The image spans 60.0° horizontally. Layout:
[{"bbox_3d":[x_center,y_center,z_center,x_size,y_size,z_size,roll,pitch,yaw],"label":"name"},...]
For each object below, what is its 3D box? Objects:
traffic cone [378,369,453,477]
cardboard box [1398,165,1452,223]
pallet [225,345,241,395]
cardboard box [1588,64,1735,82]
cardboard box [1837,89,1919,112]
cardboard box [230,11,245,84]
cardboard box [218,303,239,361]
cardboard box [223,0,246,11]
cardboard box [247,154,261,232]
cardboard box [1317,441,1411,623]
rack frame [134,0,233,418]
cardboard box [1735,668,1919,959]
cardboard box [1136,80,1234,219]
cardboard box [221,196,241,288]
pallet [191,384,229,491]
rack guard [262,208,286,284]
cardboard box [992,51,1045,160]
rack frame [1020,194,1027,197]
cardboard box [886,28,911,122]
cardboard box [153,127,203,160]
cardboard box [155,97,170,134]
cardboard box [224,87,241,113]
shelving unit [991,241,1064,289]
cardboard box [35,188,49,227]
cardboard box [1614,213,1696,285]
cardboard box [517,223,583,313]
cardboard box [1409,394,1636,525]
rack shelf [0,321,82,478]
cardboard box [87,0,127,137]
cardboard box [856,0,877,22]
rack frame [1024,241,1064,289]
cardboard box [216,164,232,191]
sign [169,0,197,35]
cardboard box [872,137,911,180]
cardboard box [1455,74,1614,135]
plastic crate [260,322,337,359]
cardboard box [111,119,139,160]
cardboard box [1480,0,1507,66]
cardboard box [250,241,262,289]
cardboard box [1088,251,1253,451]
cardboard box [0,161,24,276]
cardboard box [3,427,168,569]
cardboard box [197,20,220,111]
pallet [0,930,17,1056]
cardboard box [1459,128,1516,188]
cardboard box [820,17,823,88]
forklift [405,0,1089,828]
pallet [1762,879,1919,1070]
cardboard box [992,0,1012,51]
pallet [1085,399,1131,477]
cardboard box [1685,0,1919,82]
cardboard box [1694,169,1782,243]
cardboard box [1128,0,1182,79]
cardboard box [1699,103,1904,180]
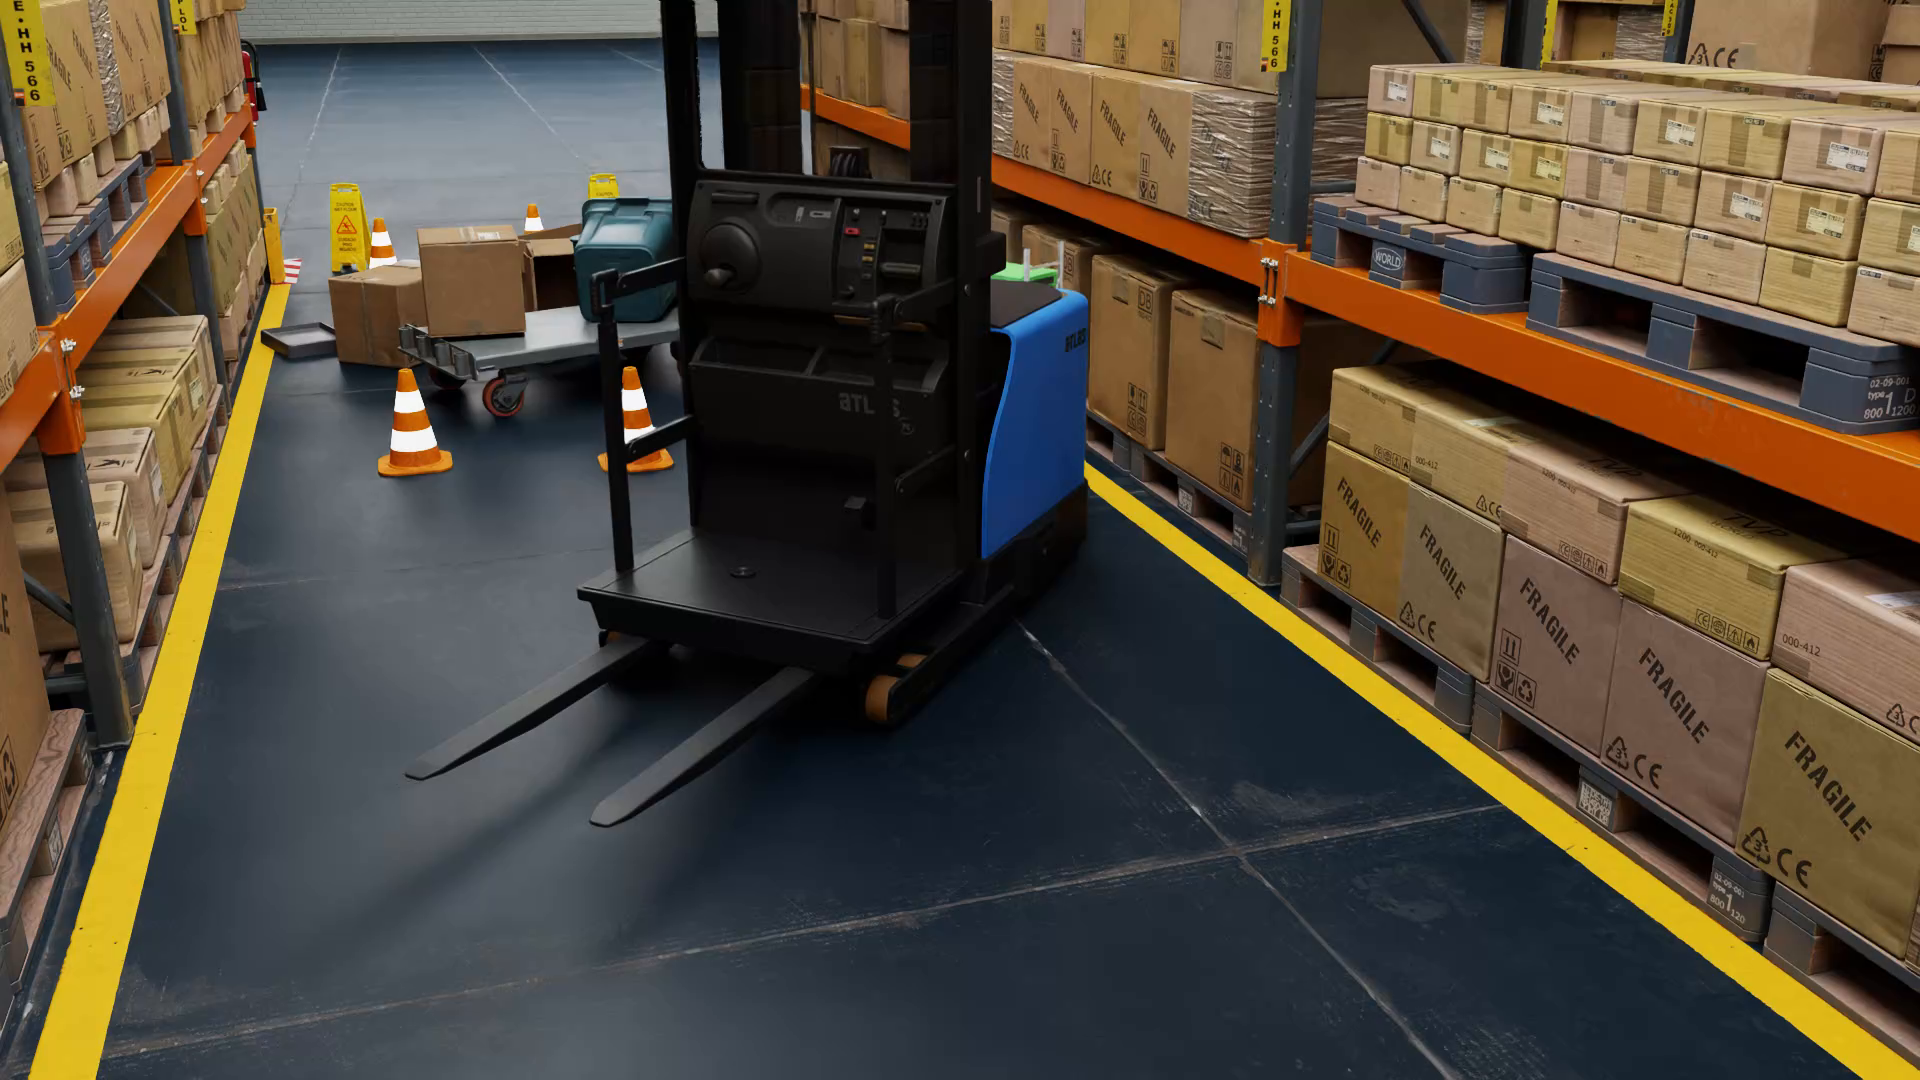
[{"bbox_3d":[-2.592,-0.576,7.837,0.336,0.463,0.334,-6,21,-17],"label":"traffic cone"},{"bbox_3d":[1.647,-1.123,5.355,0.380,0.149,0.250,-5,20,-15],"label":"cardboard box"},{"bbox_3d":[-4.555,-0.919,9.163,1.003,0.211,1.213,-6,21,-17],"label":"pallet"},{"bbox_3d":[2.280,-1.464,5.426,0.380,0.149,0.250,-7,21,-18],"label":"cardboard box"},{"bbox_3d":[2.608,-1.130,4.495,0.380,0.149,0.250,-5,20,-15],"label":"cardboard box"},{"bbox_3d":[-5.136,-3.345,11.205,0.500,0.500,0.500,-7,21,-18],"label":"cardboard box"},{"bbox_3d":[-4.240,-1.141,9.102,0.500,0.250,0.500,-7,21,-20],"label":"cardboard box"},{"bbox_3d":[-4.790,-3.504,10.168,0.700,0.500,0.500,-7,21,-18],"label":"cardboard box"},{"bbox_3d":[-5.068,-2.330,11.304,0.500,0.500,0.500,-6,21,-17],"label":"cardboard box"},{"bbox_3d":[1.594,-0.061,5.727,0.500,0.500,0.500,-7,21,-20],"label":"cardboard box"},{"bbox_3d":[-4.310,-2.020,8.102,1.000,3.000,0.127,-6,21,-17],"label":"rack frame"},{"bbox_3d":[2.239,0.593,3.905,0.500,0.500,0.500,-7,21,-18],"label":"cardboard box"},{"bbox_3d":[1.062,-1.618,6.835,0.500,0.500,0.500,-6,21,-17],"label":"cardboard box"},{"bbox_3d":[-4.419,-1.665,9.451,0.500,0.500,0.500,-6,20,-15],"label":"cardboard box"},{"bbox_3d":[-4.064,-0.457,7.878,1.003,0.211,1.213,-6,21,-17],"label":"pallet"},{"bbox_3d":[-5.544,-2.102,12.030,1.175,0.500,0.348,-6,21,-17],"label":"rack guard"},{"bbox_3d":[0.426,-2.266,8.639,0.500,0.500,0.500,-6,21,-17],"label":"cardboard box"},{"bbox_3d":[0.357,-2.578,9.656,1.000,3.000,0.127,-6,21,-17],"label":"rack frame"},{"bbox_3d":[0.035,-2.940,10.442,0.875,0.550,0.550,-6,21,-17],"label":"cardboard box"},{"bbox_3d":[-4.105,-2.036,8.520,0.380,0.149,0.250,-6,21,-17],"label":"cardboard box"},{"bbox_3d":[-3.887,-1.963,7.695,0.380,0.149,0.250,-6,21,-16],"label":"cardboard box"},{"bbox_3d":[-4.892,-2.854,10.797,0.380,0.149,0.250,-6,21,-16],"label":"cardboard box"},{"bbox_3d":[0.152,-0.669,7.005,0.503,1.200,0.258,16,25,38],"label":"shelving unit"},{"bbox_3d":[-3.036,-1.034,5.107,0.380,0.149,0.250,-8,21,-21],"label":"cardboard box"},{"bbox_3d":[1.982,-0.783,4.410,0.380,0.149,0.250,-6,21,-16],"label":"cardboard box"},{"bbox_3d":[-2.612,-1.834,11.277,0.637,0.503,0.797,12,23,30],"label":"cardboard box"},{"bbox_3d":[1.761,-0.259,5.167,0.500,0.250,0.500,-7,21,-18],"label":"cardboard box"},{"bbox_3d":[-2.425,0.244,2.863,1.077,0.370,4.000,-6,21,-17],"label":"rack shelf"},{"bbox_3d":[-3.468,-1.787,6.245,0.500,0.500,0.500,-7,21,-19],"label":"cardboard box"},{"bbox_3d":[-0.223,-3.800,11.239,0.875,0.550,0.500,-6,21,-17],"label":"cardboard box"},{"bbox_3d":[0.336,-0.615,6.855,0.015,1.200,0.240,16,25,38],"label":"rack frame"},{"bbox_3d":[-4.473,-2.097,9.694,0.380,0.149,0.250,-5,20,-14],"label":"cardboard box"},{"bbox_3d":[-3.785,-2.625,8.073,0.100,0.325,0.005,-6,21,-17],"label":"sign"},{"bbox_3d":[-0.061,-2.274,11.331,0.875,0.875,0.875,-6,21,-17],"label":"cardboard box"},{"bbox_3d":[1.735,-1.320,5.023,0.380,0.149,0.250,-7,21,-18],"label":"cardboard box"},{"bbox_3d":[-4.025,-1.236,10.240,0.402,0.080,0.583,-15,25,-36],"label":"plastic crate"},{"bbox_3d":[-3.580,-1.634,6.779,0.380,0.149,0.250,-6,21,-17],"label":"cardboard box"},{"bbox_3d":[4.520,-3.889,12.719,0.875,0.500,0.500,-6,21,-17],"label":"cardboard box"},{"bbox_3d":[-4.903,-1.809,10.961,0.500,0.250,0.500,-6,21,-17],"label":"cardboard box"},{"bbox_3d":[1.230,-0.918,7.742,1.050,0.750,0.750,-6,21,-16],"label":"cardboard box"},{"bbox_3d":[-2.660,-0.772,4.111,0.500,0.250,0.500,-6,21,-17],"label":"cardboard box"},{"bbox_3d":[-3.461,-0.115,6.066,0.950,0.372,0.625,-7,21,-18],"label":"cardboard box"},{"bbox_3d":[-4.509,-2.698,9.404,0.500,0.500,0.500,-7,21,-18],"label":"cardboard box"},{"bbox_3d":[-2.497,1.228,3.185,1.003,0.211,1.213,-6,21,-17],"label":"pallet"},{"bbox_3d":[1.750,-1.165,5.033,0.380,0.149,0.250,-7,21,-19],"label":"cardboard box"},{"bbox_3d":[-0.547,-3.644,12.402,0.875,0.550,0.550,-6,21,-17],"label":"cardboard box"},{"bbox_3d":[-0.565,-0.953,5.233,1.130,2.935,3.031,9,22,23],"label":"forklift"},{"bbox_3d":[2.625,1.052,3.675,1.003,0.211,1.213,-6,21,-17],"label":"pallet"},{"bbox_3d":[0.519,-2.937,9.028,0.700,0.500,0.500,-7,21,-18],"label":"cardboard box"},{"bbox_3d":[1.058,-0.634,8.369,1.003,0.211,1.213,-6,21,-17],"label":"pallet"},{"bbox_3d":[5.214,-3.283,10.109,1.000,1.000,1.000,-6,21,-17],"label":"cardboard box"},{"bbox_3d":[2.070,-0.838,4.122,0.380,0.149,0.250,-6,21,-15],"label":"cardboard box"},{"bbox_3d":[1.159,-2.284,7.210,0.700,0.500,0.500,-7,21,-18],"label":"cardboard box"},{"bbox_3d":[2.065,-0.983,4.085,0.380,0.149,0.250,-7,21,-18],"label":"cardboard box"}]
